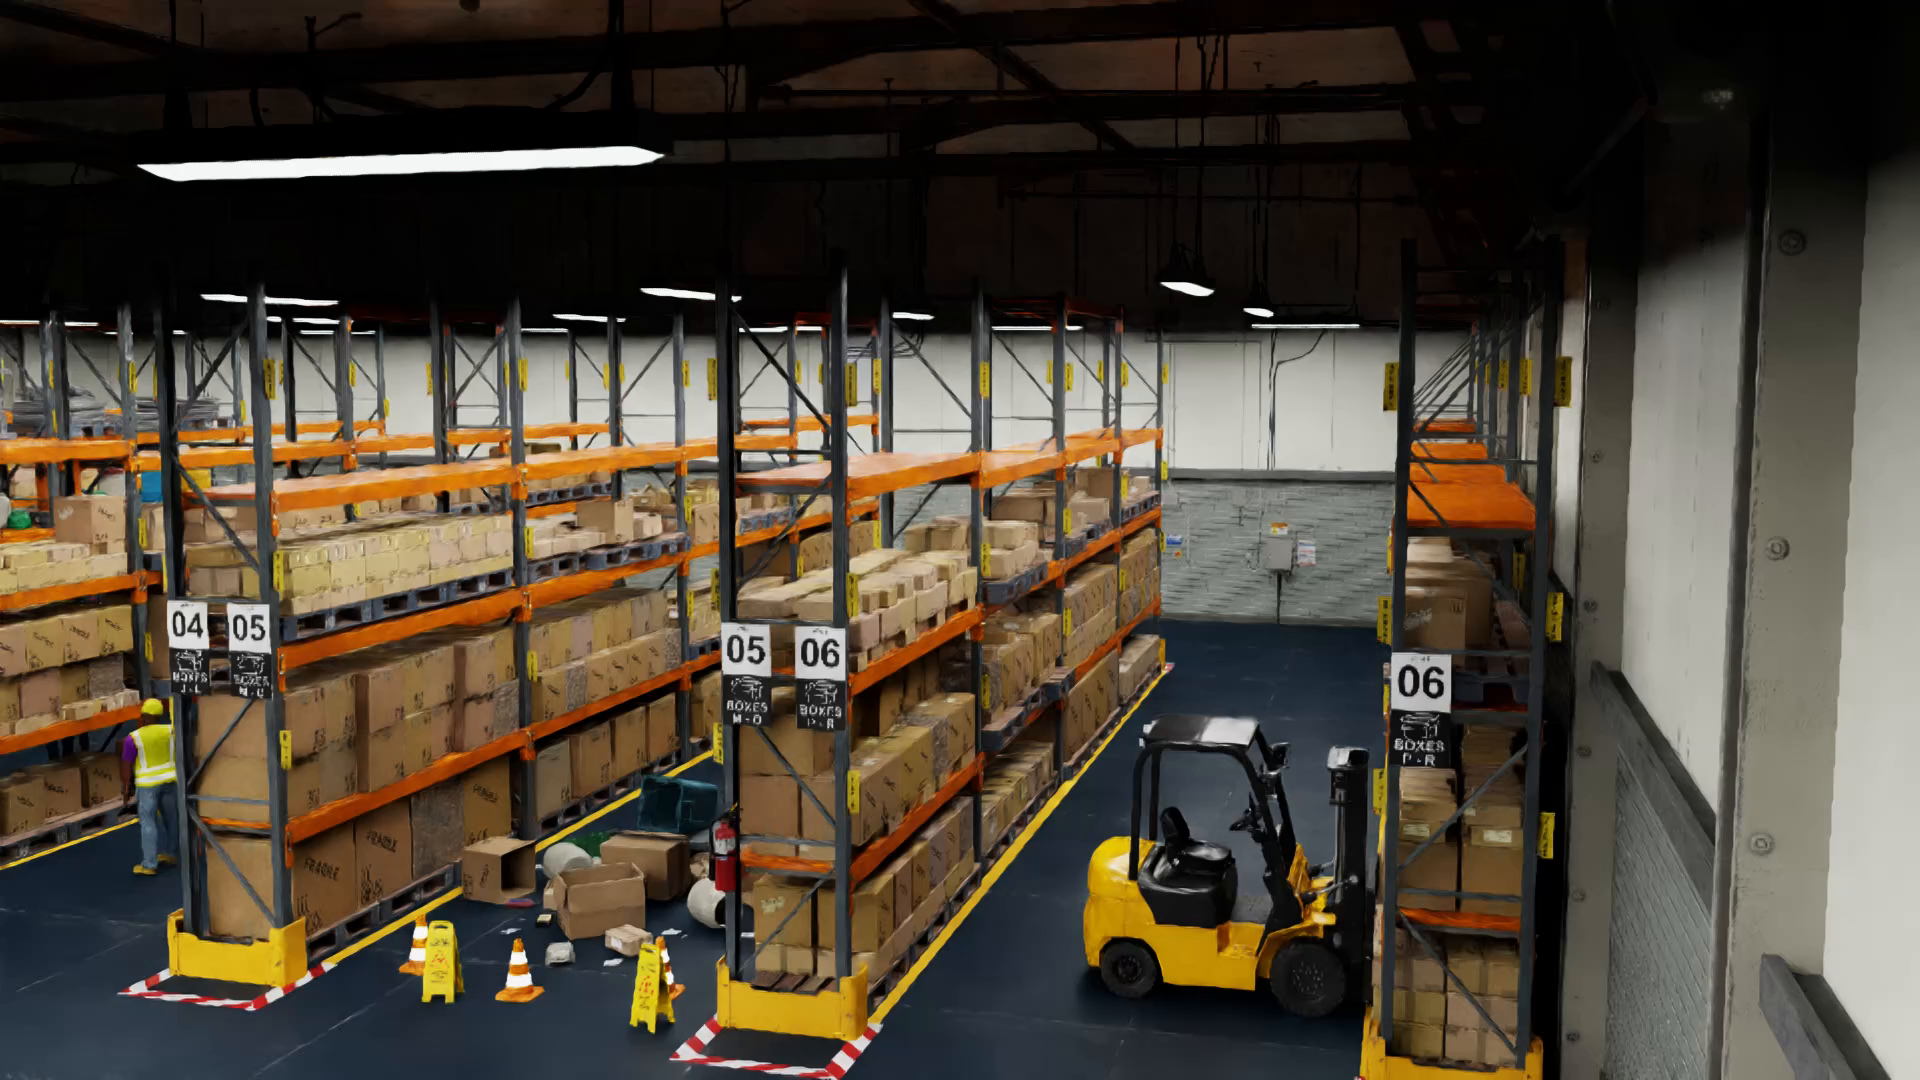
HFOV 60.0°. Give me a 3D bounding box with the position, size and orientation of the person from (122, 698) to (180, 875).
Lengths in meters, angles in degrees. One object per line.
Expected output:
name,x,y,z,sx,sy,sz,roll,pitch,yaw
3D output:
person,-8.239,2.481,16.962,0.503,1.764,0.624,6,8,44

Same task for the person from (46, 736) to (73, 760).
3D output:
person,-11.045,2.211,20.350,0.522,1.592,0.527,-6,8,-44
